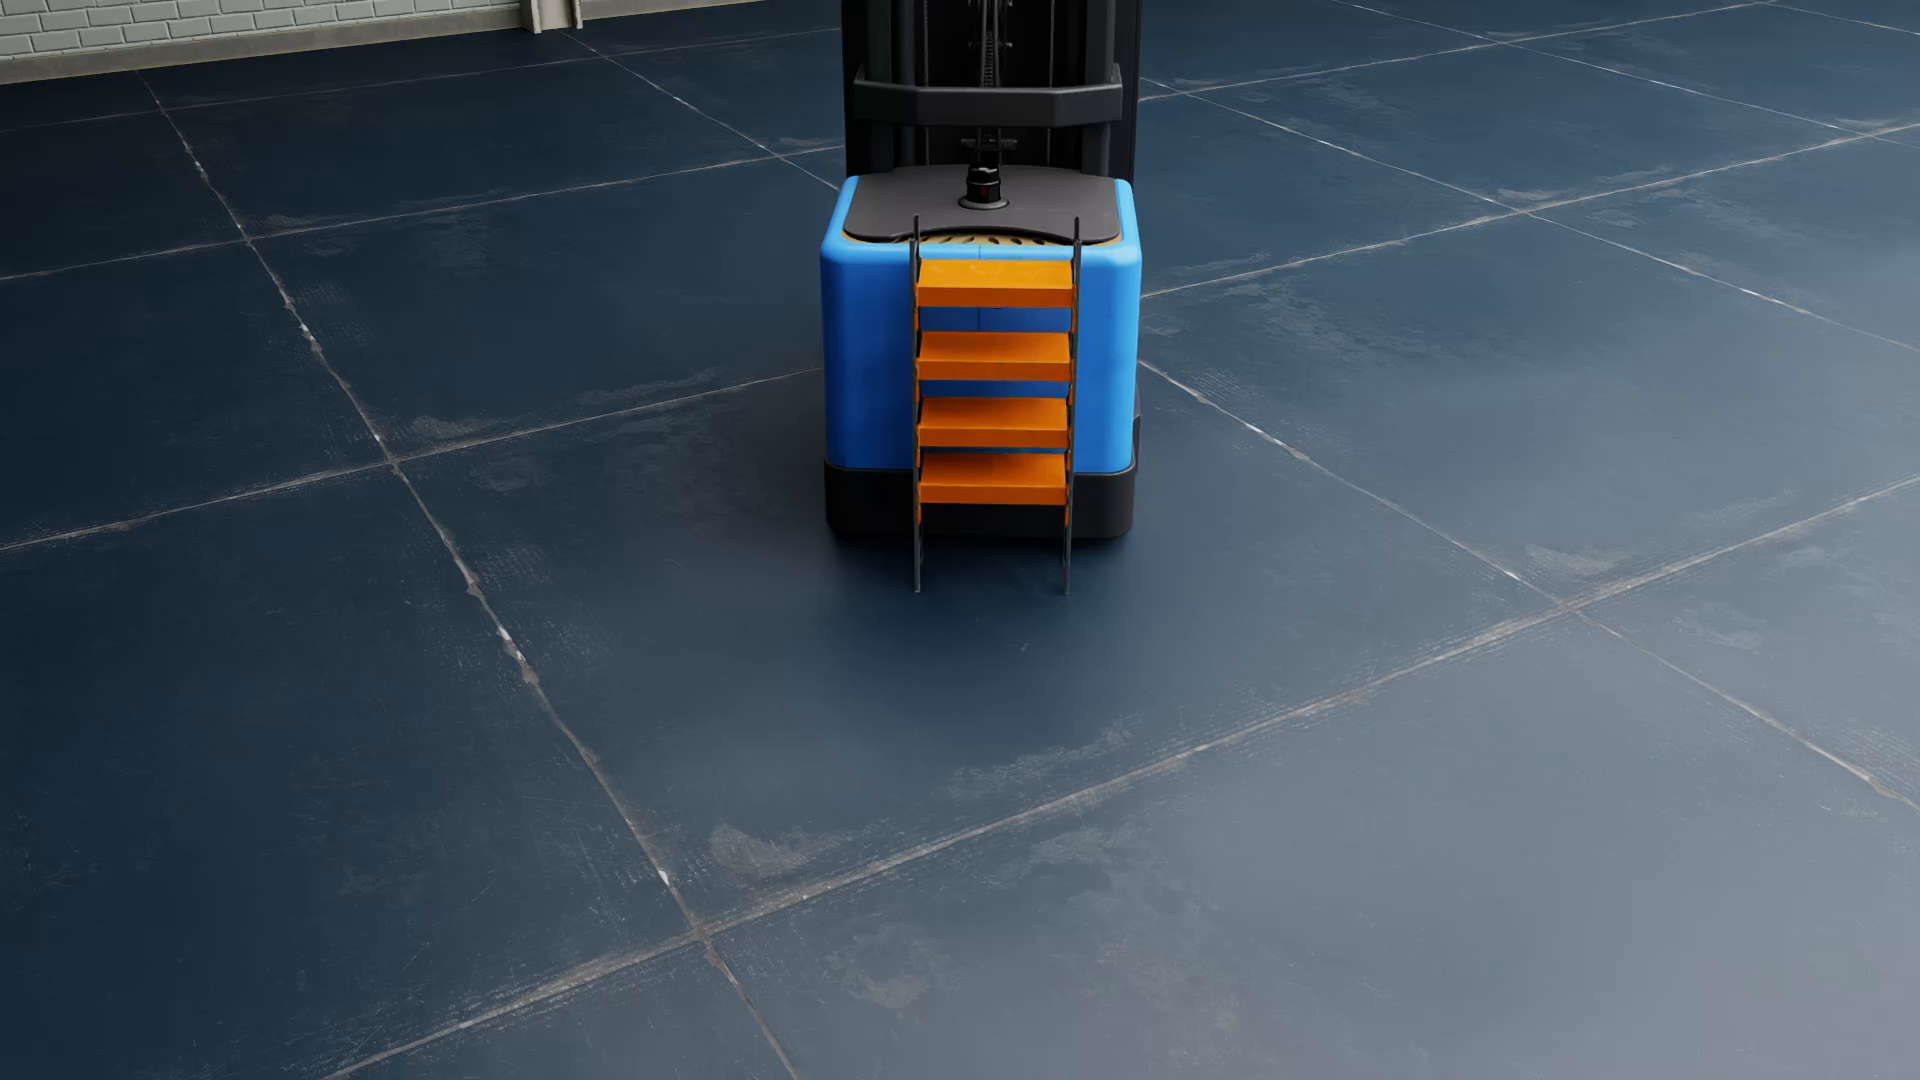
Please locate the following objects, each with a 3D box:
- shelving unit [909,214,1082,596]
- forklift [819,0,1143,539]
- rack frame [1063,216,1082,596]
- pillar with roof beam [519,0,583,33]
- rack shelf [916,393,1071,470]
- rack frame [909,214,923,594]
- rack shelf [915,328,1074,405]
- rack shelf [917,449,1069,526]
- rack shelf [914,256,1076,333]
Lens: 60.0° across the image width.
[{"bbox_3d":[0.107,-0.404,5.241,0.503,1.200,0.258,1,29,2],"label":"shelving unit"},{"bbox_3d":[0.125,-1.964,6.276,1.130,2.935,3.031,1,29,2],"label":"forklift"},{"bbox_3d":[0.351,-0.400,5.233,0.015,1.200,0.240,1,29,2],"label":"rack frame"},{"bbox_3d":[-1.013,-6.168,7.613,0.400,9.000,9.100,-16,33,-26],"label":"pillar with roof beam"},{"bbox_3d":[0.107,-0.345,5.273,0.480,0.148,0.258,1,29,2],"label":"rack shelf"},{"bbox_3d":[-0.137,-0.408,5.248,0.015,1.200,0.240,1,29,2],"label":"rack frame"},{"bbox_3d":[0.107,-0.541,5.165,0.480,0.148,0.258,1,29,2],"label":"rack shelf"},{"bbox_3d":[0.107,-0.172,5.369,0.480,0.148,0.258,1,29,2],"label":"rack shelf"},{"bbox_3d":[0.107,-0.748,5.051,0.480,0.148,0.258,1,29,2],"label":"rack shelf"}]
